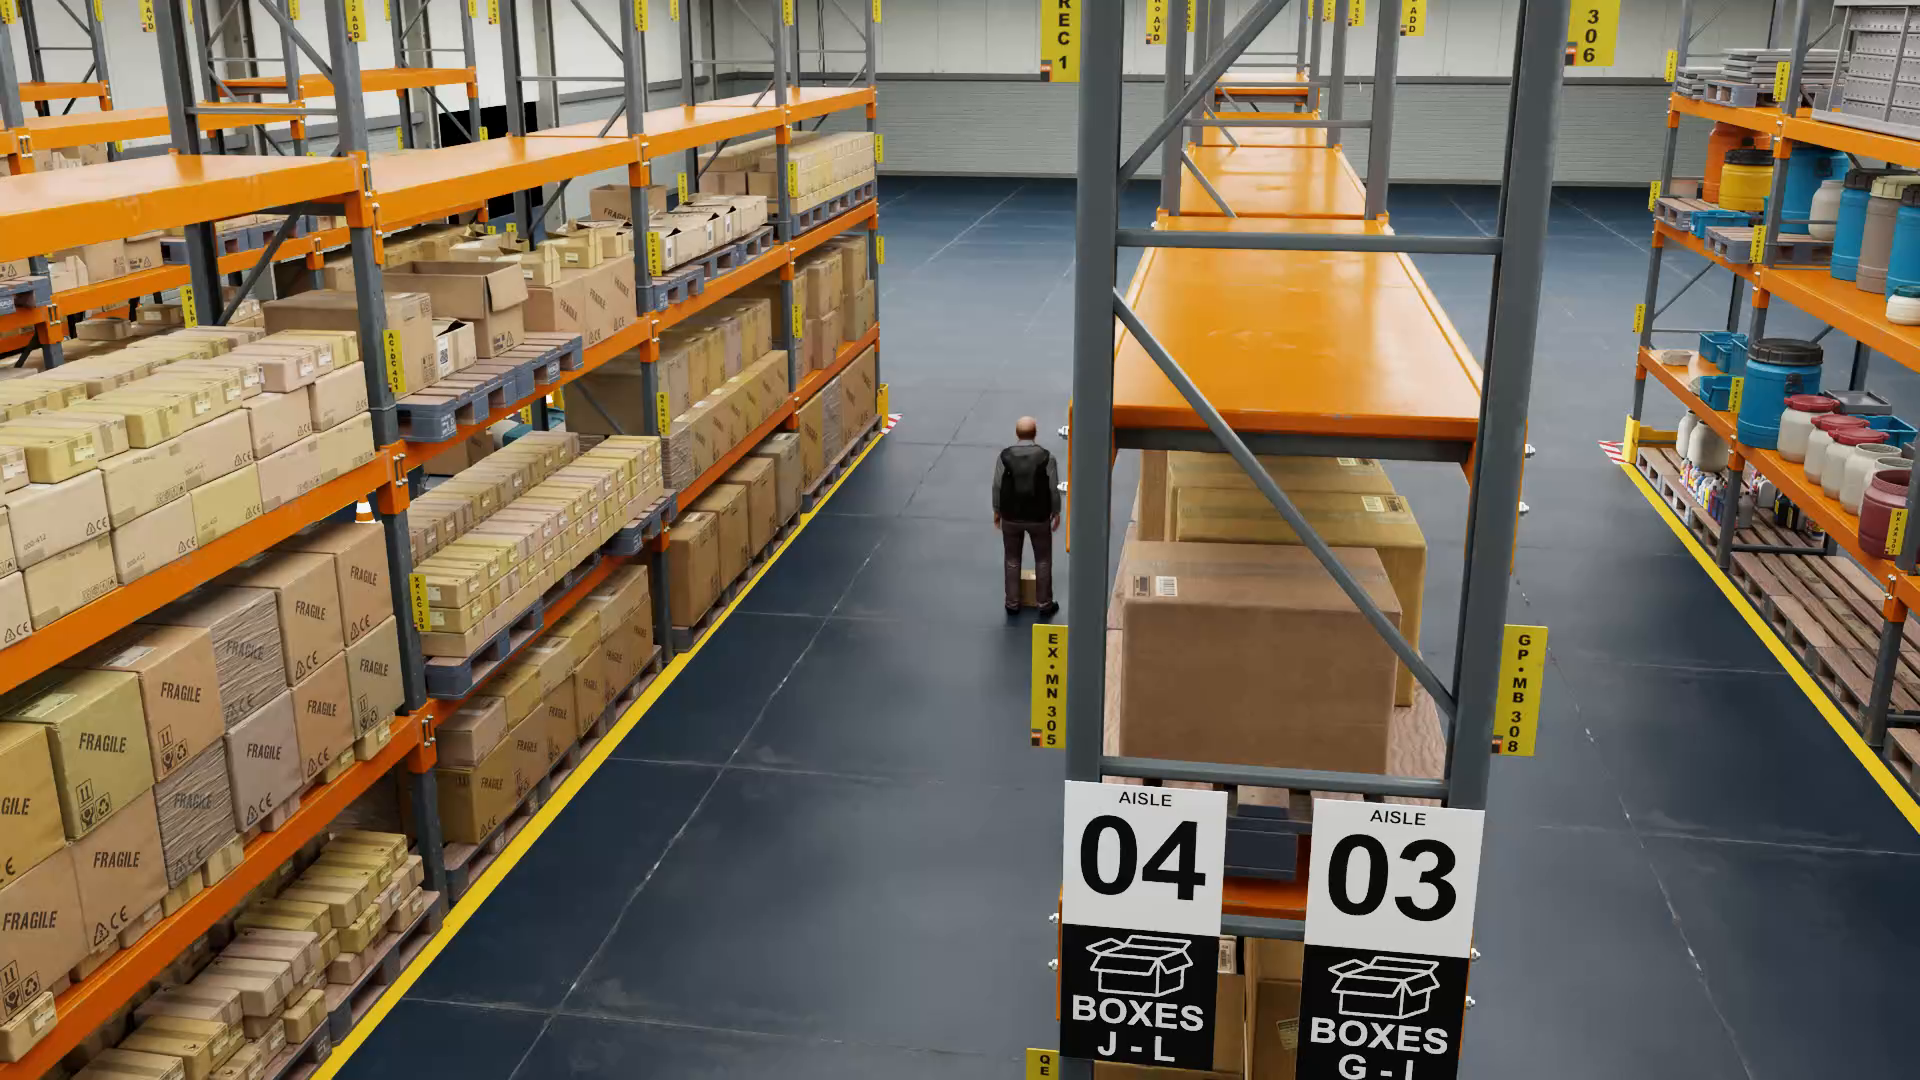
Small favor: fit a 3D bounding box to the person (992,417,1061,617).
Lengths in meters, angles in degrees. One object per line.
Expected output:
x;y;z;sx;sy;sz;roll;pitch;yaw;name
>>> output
0.566;-0.192;14.177;0.587;1.721;0.412;2;18;8;person
